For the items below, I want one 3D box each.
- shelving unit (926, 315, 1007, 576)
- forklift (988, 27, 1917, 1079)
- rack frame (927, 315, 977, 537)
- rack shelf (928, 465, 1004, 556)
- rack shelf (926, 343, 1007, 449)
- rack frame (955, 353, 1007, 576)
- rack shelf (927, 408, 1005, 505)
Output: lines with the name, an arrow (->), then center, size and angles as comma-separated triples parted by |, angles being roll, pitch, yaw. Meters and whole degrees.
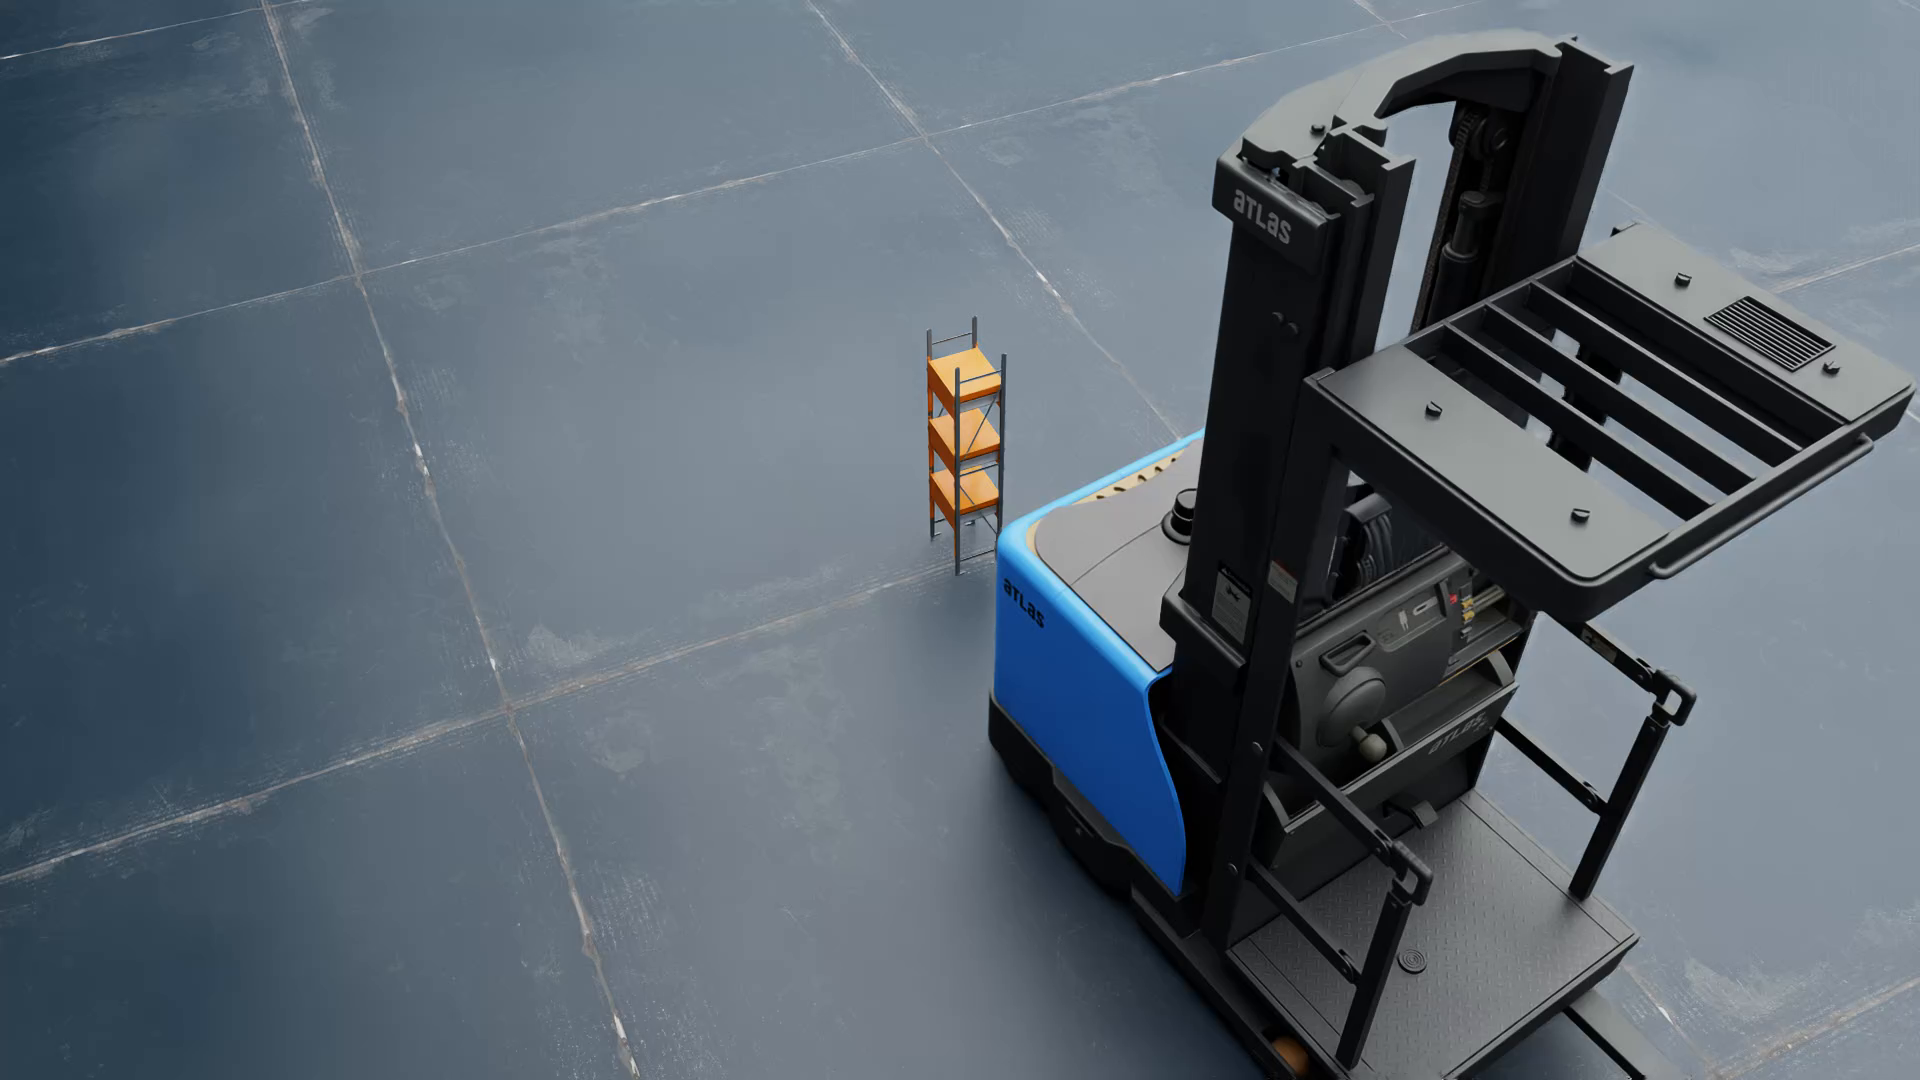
shelving unit -> 0.022, -0.340, 6.347 | 0.215, 1.050, 0.252 | -18, 47, -17
forklift -> 1.353, 0.346, 4.312 | 1.130, 2.935, 3.031 | -26, 50, -24
rack frame -> -0.029, -0.417, 6.425 | 0.200, 1.050, 0.008 | -18, 47, -17
rack shelf -> 0.022, -0.134, 6.549 | 0.215, 0.259, 0.240 | -18, 47, -17
rack shelf -> 0.022, -0.534, 6.155 | 0.215, 0.259, 0.240 | -18, 47, -17
rack frame -> 0.074, -0.262, 6.268 | 0.200, 1.050, 0.008 | -18, 47, -17
rack shelf -> 0.022, -0.332, 6.354 | 0.215, 0.259, 0.240 | -18, 47, -17
